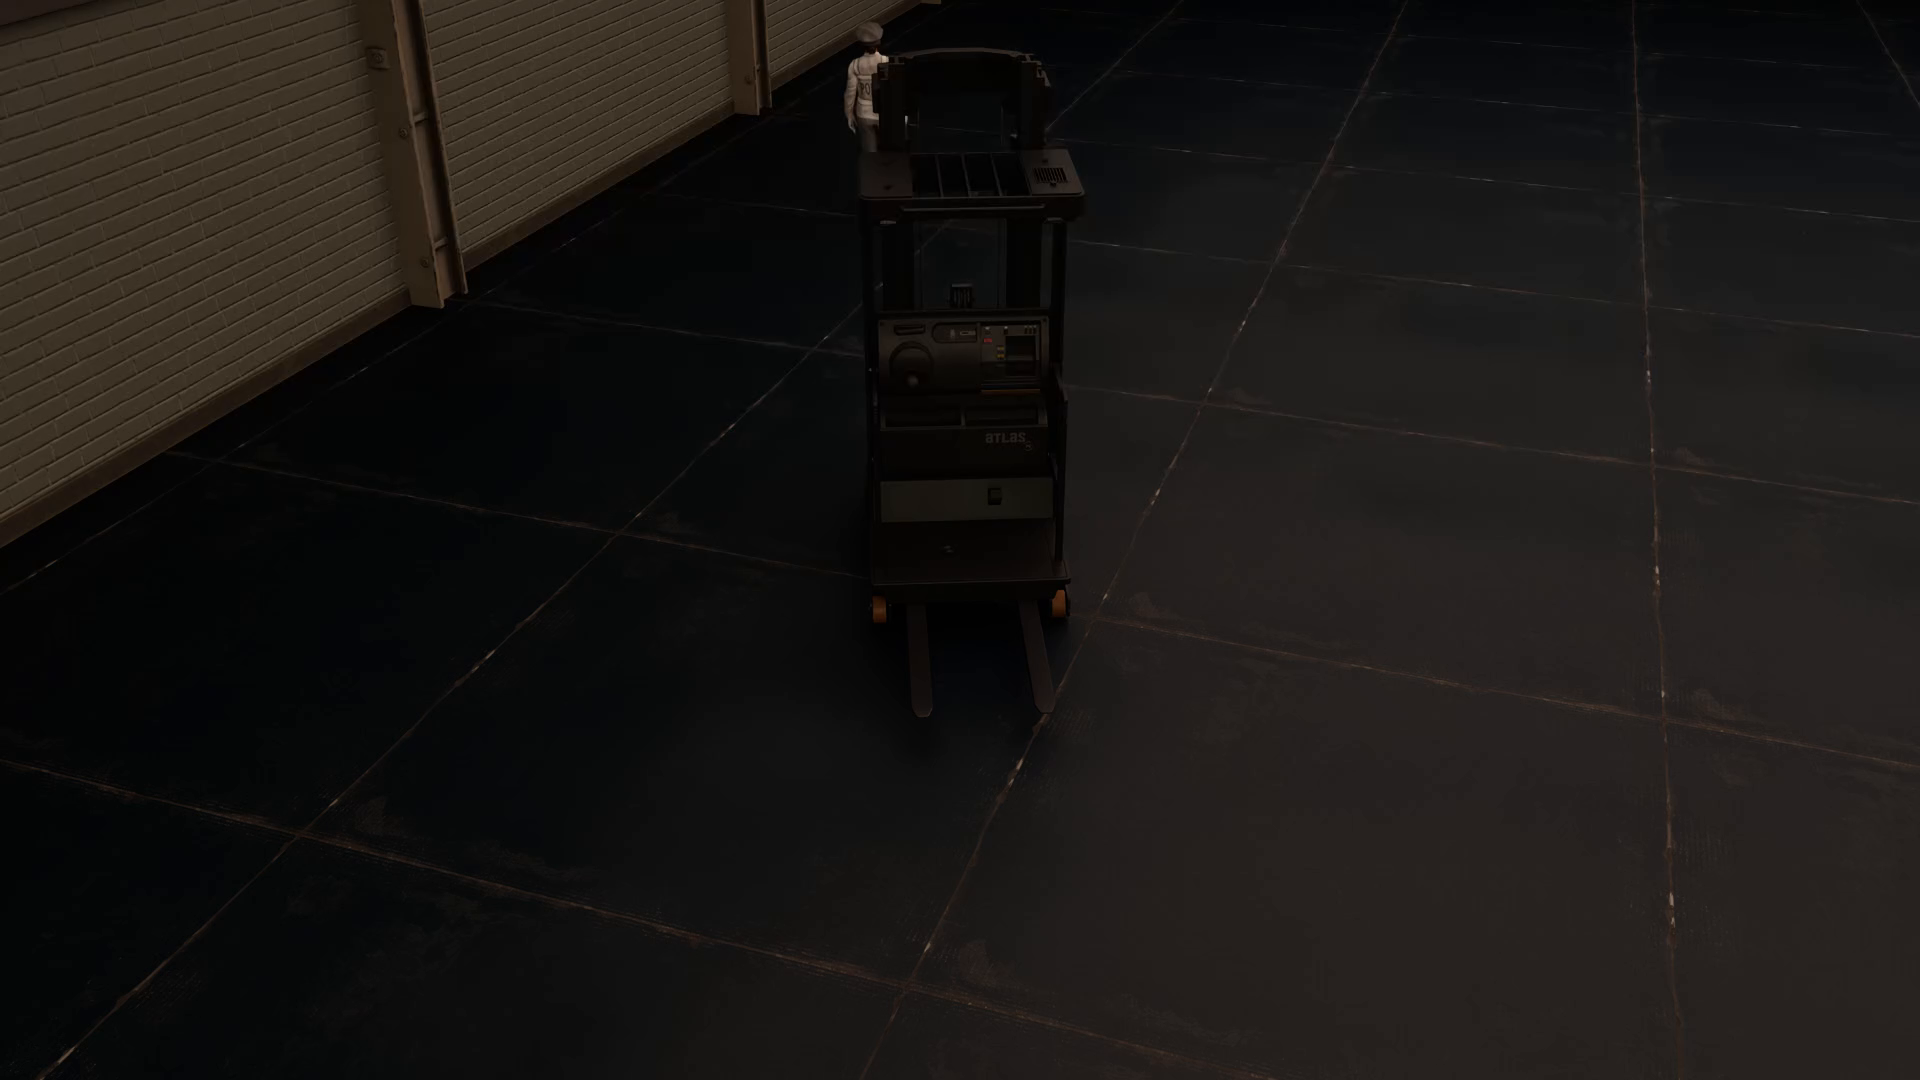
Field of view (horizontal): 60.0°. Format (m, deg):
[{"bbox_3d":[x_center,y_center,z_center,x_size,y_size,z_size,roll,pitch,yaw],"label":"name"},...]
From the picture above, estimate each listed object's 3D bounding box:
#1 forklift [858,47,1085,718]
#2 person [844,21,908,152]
[{"bbox_3d":[0.035,-0.972,8.842,1.130,2.935,3.031,-2,30,-3],"label":"forklift"},{"bbox_3d":[-0.754,-3.879,15.176,0.586,1.694,0.532,2,30,4],"label":"person"}]
